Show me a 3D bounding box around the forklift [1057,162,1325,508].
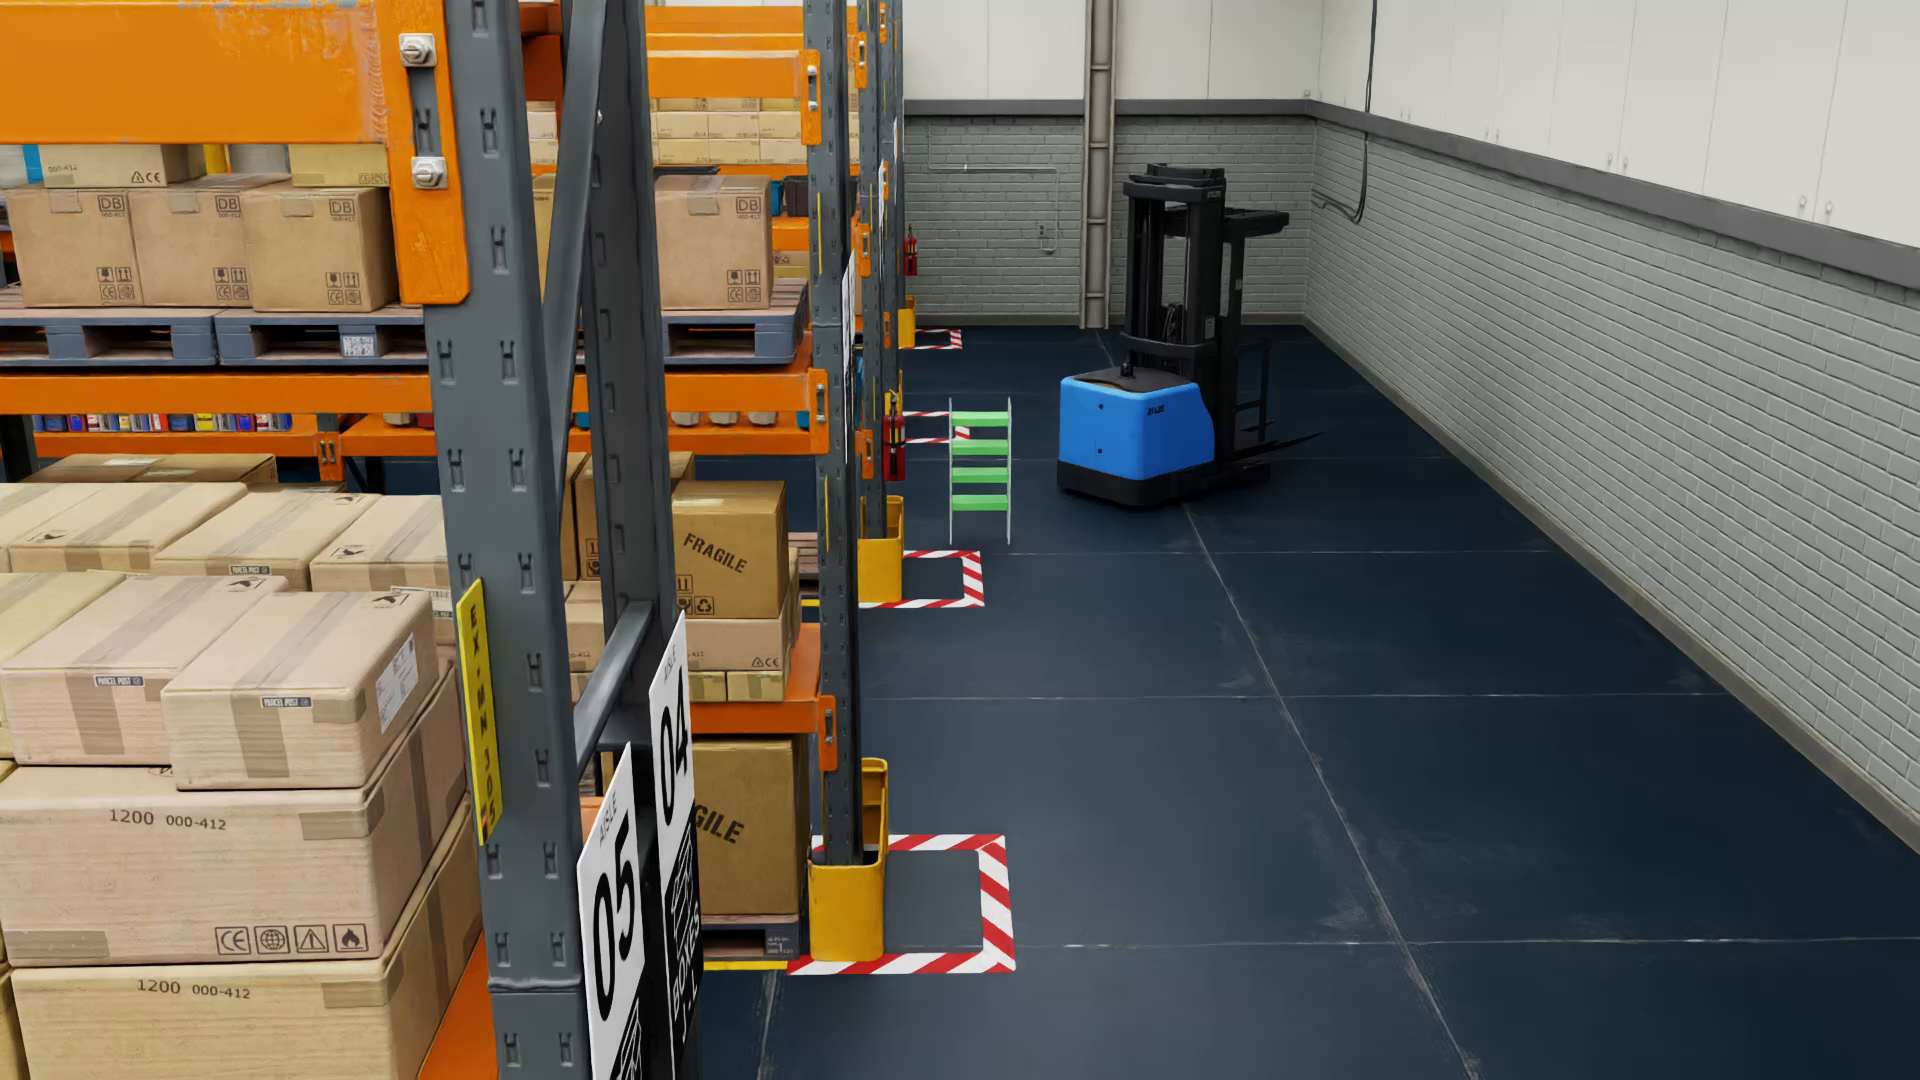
[{"bbox_3d":[2.330,-2.042,15.615,3.031,2.935,1.130,-16,23,-40],"label":"forklift"}]

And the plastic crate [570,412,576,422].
[{"bbox_3d":[-3.119,-1.034,12.455,0.530,0.282,0.437,0,18,-1],"label":"plastic crate"}]

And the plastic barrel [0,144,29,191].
[{"bbox_3d":[-6.878,-2.839,12.166,0.433,0.535,0.433,0,18,0],"label":"plastic barrel"}]

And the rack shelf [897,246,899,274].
[{"bbox_3d":[-2.805,-3.803,22.171,4.000,0.370,1.077,0,18,-1],"label":"rack shelf"}]

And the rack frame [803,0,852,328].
[{"bbox_3d":[-0.571,-2.474,7.027,0.127,3.000,1.000,0,18,-1],"label":"rack frame"}]

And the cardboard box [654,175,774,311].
[{"bbox_3d":[-1.090,-1.322,7.331,0.500,0.500,0.700,-1,18,-4],"label":"cardboard box"}]

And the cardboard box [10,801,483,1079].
[{"bbox_3d":[-1.044,0.624,2.525,0.500,0.250,0.500,-1,18,-2],"label":"cardboard box"}]

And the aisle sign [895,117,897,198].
[{"bbox_3d":[-0.660,-3.971,17.258,0.004,0.787,0.394,0,18,-1],"label":"aisle sign"}]

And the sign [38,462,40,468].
[{"bbox_3d":[-4.580,-0.217,8.267,0.005,0.325,0.100,0,18,-1],"label":"sign"}]

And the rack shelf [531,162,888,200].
[{"bbox_3d":[-2.723,-3.719,16.997,4.000,0.370,1.077,0,18,-1],"label":"rack shelf"}]

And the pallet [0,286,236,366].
[{"bbox_3d":[-3.752,-0.985,7.441,1.213,0.211,1.003,0,18,-1],"label":"pallet"}]

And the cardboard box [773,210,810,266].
[{"bbox_3d":[-1.669,-3.078,16.930,0.500,0.500,0.500,0,18,1],"label":"cardboard box"}]

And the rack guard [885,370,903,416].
[{"bbox_3d":[-0.799,-1.452,17.756,0.348,0.500,1.175,0,18,-1],"label":"rack guard"}]

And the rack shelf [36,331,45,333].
[{"bbox_3d":[-10.722,-2.252,17.334,4.000,0.370,1.077,0,18,-1],"label":"rack shelf"}]

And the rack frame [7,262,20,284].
[{"bbox_3d":[-12.804,-4.098,21.911,0.127,3.000,1.000,0,18,-1],"label":"rack frame"}]

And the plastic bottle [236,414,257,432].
[{"bbox_3d":[-5.268,-0.939,12.256,0.133,0.283,0.061,0,18,-1],"label":"plastic bottle"}]

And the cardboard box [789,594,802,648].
[{"bbox_3d":[-0.931,0.403,8.290,0.250,0.149,0.380,0,18,0],"label":"cardboard box"}]

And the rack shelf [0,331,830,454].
[{"bbox_3d":[-2.570,-0.693,7.565,4.000,0.370,1.077,0,18,-1],"label":"rack shelf"}]

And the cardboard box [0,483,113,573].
[{"bbox_3d":[-1.692,0.021,2.934,0.250,0.149,0.380,0,18,0],"label":"cardboard box"}]

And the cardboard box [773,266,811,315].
[{"bbox_3d":[-1.685,-2.601,17.083,0.500,0.500,0.500,0,18,0],"label":"cardboard box"}]

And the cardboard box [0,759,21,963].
[{"bbox_3d":[-1.561,0.386,2.450,0.500,0.250,0.500,-1,18,-2],"label":"cardboard box"}]

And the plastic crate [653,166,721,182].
[{"bbox_3d":[-2.181,-2.605,12.449,0.767,0.338,0.504,0,18,-1],"label":"plastic crate"}]

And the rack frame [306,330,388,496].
[{"bbox_3d":[-4.648,-1.111,12.599,0.127,3.000,1.000,0,18,-1],"label":"rack frame"}]

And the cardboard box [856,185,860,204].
[{"bbox_3d":[-1.315,-4.293,22.028,0.700,0.700,0.980,1,18,2],"label":"cardboard box"}]

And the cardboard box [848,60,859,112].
[{"bbox_3d":[-1.237,-4.587,16.726,0.500,0.500,0.700,0,18,-1],"label":"cardboard box"}]

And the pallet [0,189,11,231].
[{"bbox_3d":[-6.564,-2.409,12.045,1.213,0.211,1.003,0,18,-1],"label":"pallet"}]

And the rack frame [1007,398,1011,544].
[{"bbox_3d":[0.409,-0.573,13.870,0.015,1.200,0.240,0,18,-1],"label":"rack frame"}]

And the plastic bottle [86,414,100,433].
[{"bbox_3d":[-6.389,-0.900,12.269,0.097,0.201,0.097,0,18,0],"label":"plastic bottle"}]

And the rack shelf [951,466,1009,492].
[{"bbox_3d":[0.166,-0.511,13.886,0.480,0.148,0.258,0,18,-1],"label":"rack shelf"}]

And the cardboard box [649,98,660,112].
[{"bbox_3d":[-3.235,-4.553,16.618,0.500,0.500,0.700,0,18,-1],"label":"cardboard box"}]

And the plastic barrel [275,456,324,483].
[{"bbox_3d":[-5.193,-0.314,12.863,0.708,0.901,0.600,0,18,-1],"label":"plastic barrel"}]

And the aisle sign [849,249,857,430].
[{"bbox_3d":[-0.503,-0.947,7.833,0.004,0.787,0.394,0,18,-1],"label":"aisle sign"}]

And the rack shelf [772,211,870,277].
[{"bbox_3d":[-2.649,-2.206,12.280,4.000,0.370,1.077,0,18,-1],"label":"rack shelf"}]

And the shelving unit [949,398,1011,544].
[{"bbox_3d":[0.166,-0.572,13.867,0.503,1.200,0.258,0,18,-1],"label":"shelving unit"}]

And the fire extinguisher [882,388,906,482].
[{"bbox_3d":[-0.491,-0.777,12.297,0.183,0.674,0.296,0,18,-1],"label":"fire extinguisher"}]

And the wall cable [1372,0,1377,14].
[{"bbox_3d":[4.898,-7.030,18.047,0.112,2.526,3.097,0,18,-1],"label":"wall cable"}]

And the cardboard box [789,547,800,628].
[{"bbox_3d":[-1.055,0.233,8.171,0.500,0.250,0.500,-1,18,-2],"label":"cardboard box"}]

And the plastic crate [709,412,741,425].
[{"bbox_3d":[-1.751,-0.977,12.515,0.243,0.136,0.396,0,18,-1],"label":"plastic crate"}]

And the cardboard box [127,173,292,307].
[{"bbox_3d":[-3.251,-1.345,7.403,0.500,0.500,0.700,1,18,2],"label":"cardboard box"}]

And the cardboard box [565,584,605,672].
[{"bbox_3d":[-1.558,0.398,7.654,0.500,0.250,0.500,-1,18,-2],"label":"cardboard box"}]

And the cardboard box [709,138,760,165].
[{"bbox_3d":[-2.233,-3.911,16.664,0.500,0.250,0.500,0,18,-1],"label":"cardboard box"}]

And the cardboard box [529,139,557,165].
[{"bbox_3d":[-4.233,-3.907,16.651,0.500,0.250,0.500,0,18,-1],"label":"cardboard box"}]

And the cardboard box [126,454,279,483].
[{"bbox_3d":[-3.614,-0.110,8.011,0.500,0.500,0.500,0,18,0],"label":"cardboard box"}]

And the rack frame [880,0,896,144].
[{"bbox_3d":[-0.723,-5.499,16.459,0.127,3.000,1.000,0,18,-1],"label":"rack frame"}]

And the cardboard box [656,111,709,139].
[{"bbox_3d":[-2.733,-4.149,16.587,0.500,0.250,0.500,0,18,-1],"label":"cardboard box"}]

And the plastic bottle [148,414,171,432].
[{"bbox_3d":[-5.907,-0.947,12.291,0.135,0.276,0.152,0,18,-1],"label":"plastic bottle"}]
